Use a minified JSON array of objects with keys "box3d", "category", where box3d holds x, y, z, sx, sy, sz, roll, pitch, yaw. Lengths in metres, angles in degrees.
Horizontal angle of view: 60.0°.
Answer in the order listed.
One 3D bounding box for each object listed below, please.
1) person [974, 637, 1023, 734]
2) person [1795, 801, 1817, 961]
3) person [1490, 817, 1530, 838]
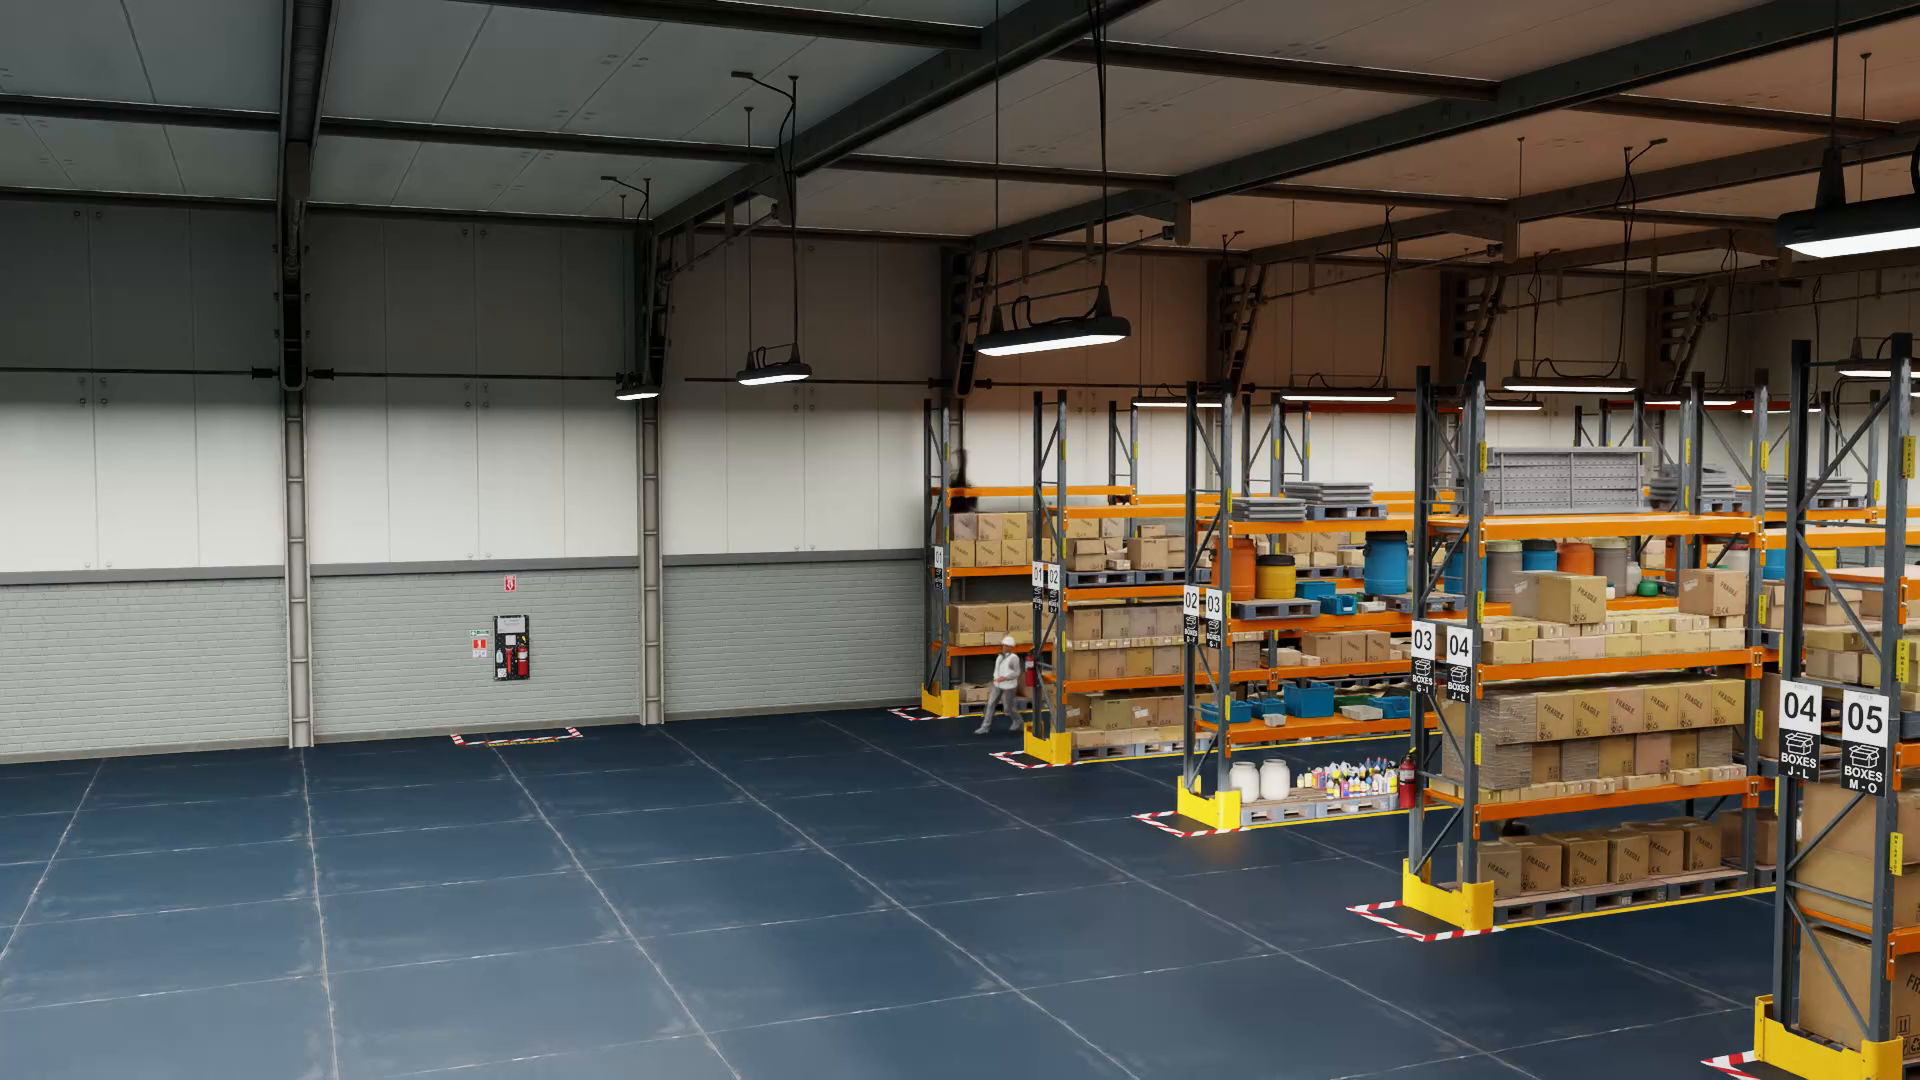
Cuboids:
[{"box3d":[0.807,2.542,29.170,0.685,1.701,0.994,3,5,44],"category":"person"},{"box3d":[8.736,3.399,16.835,0.665,1.629,0.958,3,5,45],"category":"person"},{"box3d":[6.762,3.123,20.262,0.721,1.734,0.726,-2,4,-34],"category":"person"}]
